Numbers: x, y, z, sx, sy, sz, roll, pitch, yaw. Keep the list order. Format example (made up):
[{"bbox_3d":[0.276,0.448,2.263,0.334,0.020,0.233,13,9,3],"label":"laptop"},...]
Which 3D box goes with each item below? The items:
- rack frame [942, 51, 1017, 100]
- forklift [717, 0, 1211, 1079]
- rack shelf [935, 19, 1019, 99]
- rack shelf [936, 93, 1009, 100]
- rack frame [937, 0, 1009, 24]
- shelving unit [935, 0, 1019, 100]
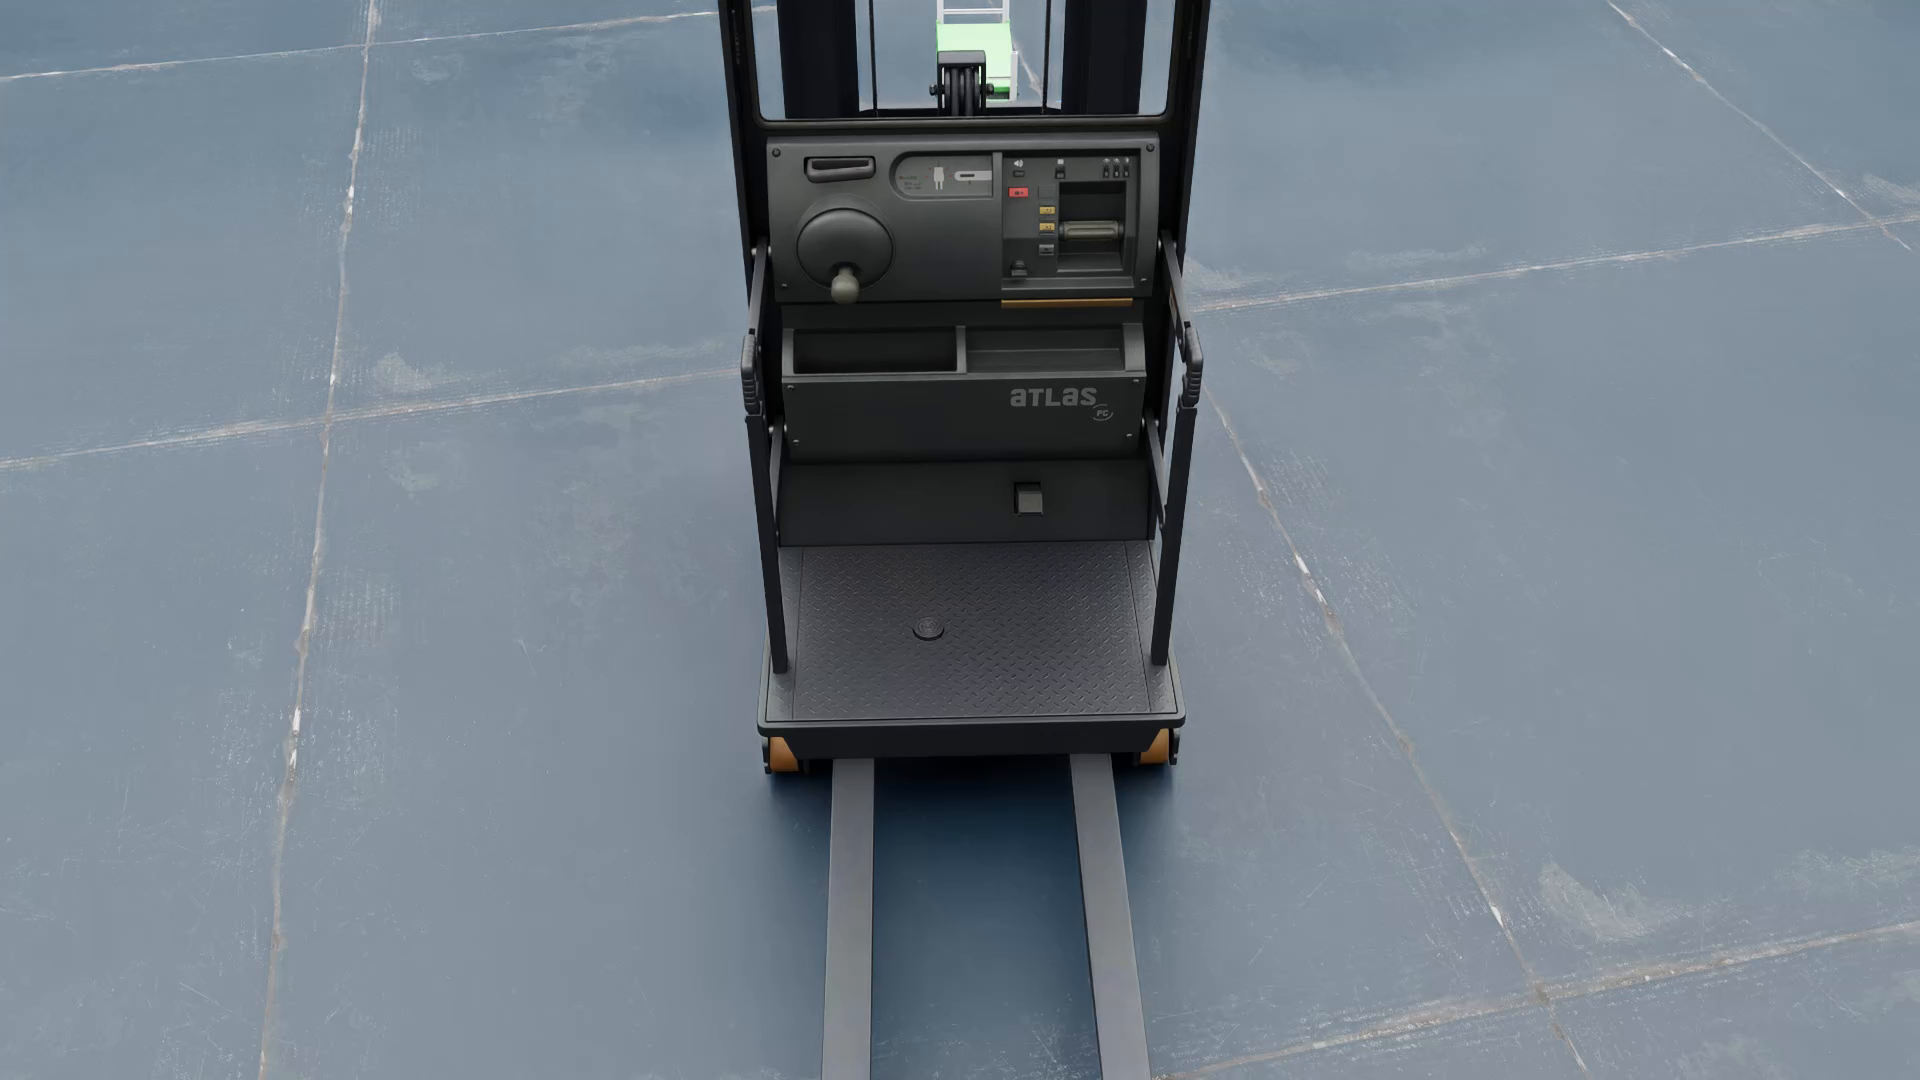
[{"bbox_3d":[0.058,-1.059,5.540,0.240,1.200,0.015,-1,42,-1],"label":"rack frame"},{"bbox_3d":[0.018,-0.683,3.812,1.130,2.935,3.031,-1,42,-1],"label":"forklift"},{"bbox_3d":[0.051,-1.533,5.446,0.258,0.148,0.480,-1,42,-1],"label":"rack shelf"},{"bbox_3d":[0.051,-1.353,5.605,0.258,0.148,0.480,-1,42,-1],"label":"rack shelf"},{"bbox_3d":[0.043,-1.383,5.905,0.240,1.200,0.015,-1,42,-1],"label":"rack frame"},{"bbox_3d":[0.051,-1.221,5.722,0.258,1.200,0.503,-1,42,-1],"label":"shelving unit"}]
